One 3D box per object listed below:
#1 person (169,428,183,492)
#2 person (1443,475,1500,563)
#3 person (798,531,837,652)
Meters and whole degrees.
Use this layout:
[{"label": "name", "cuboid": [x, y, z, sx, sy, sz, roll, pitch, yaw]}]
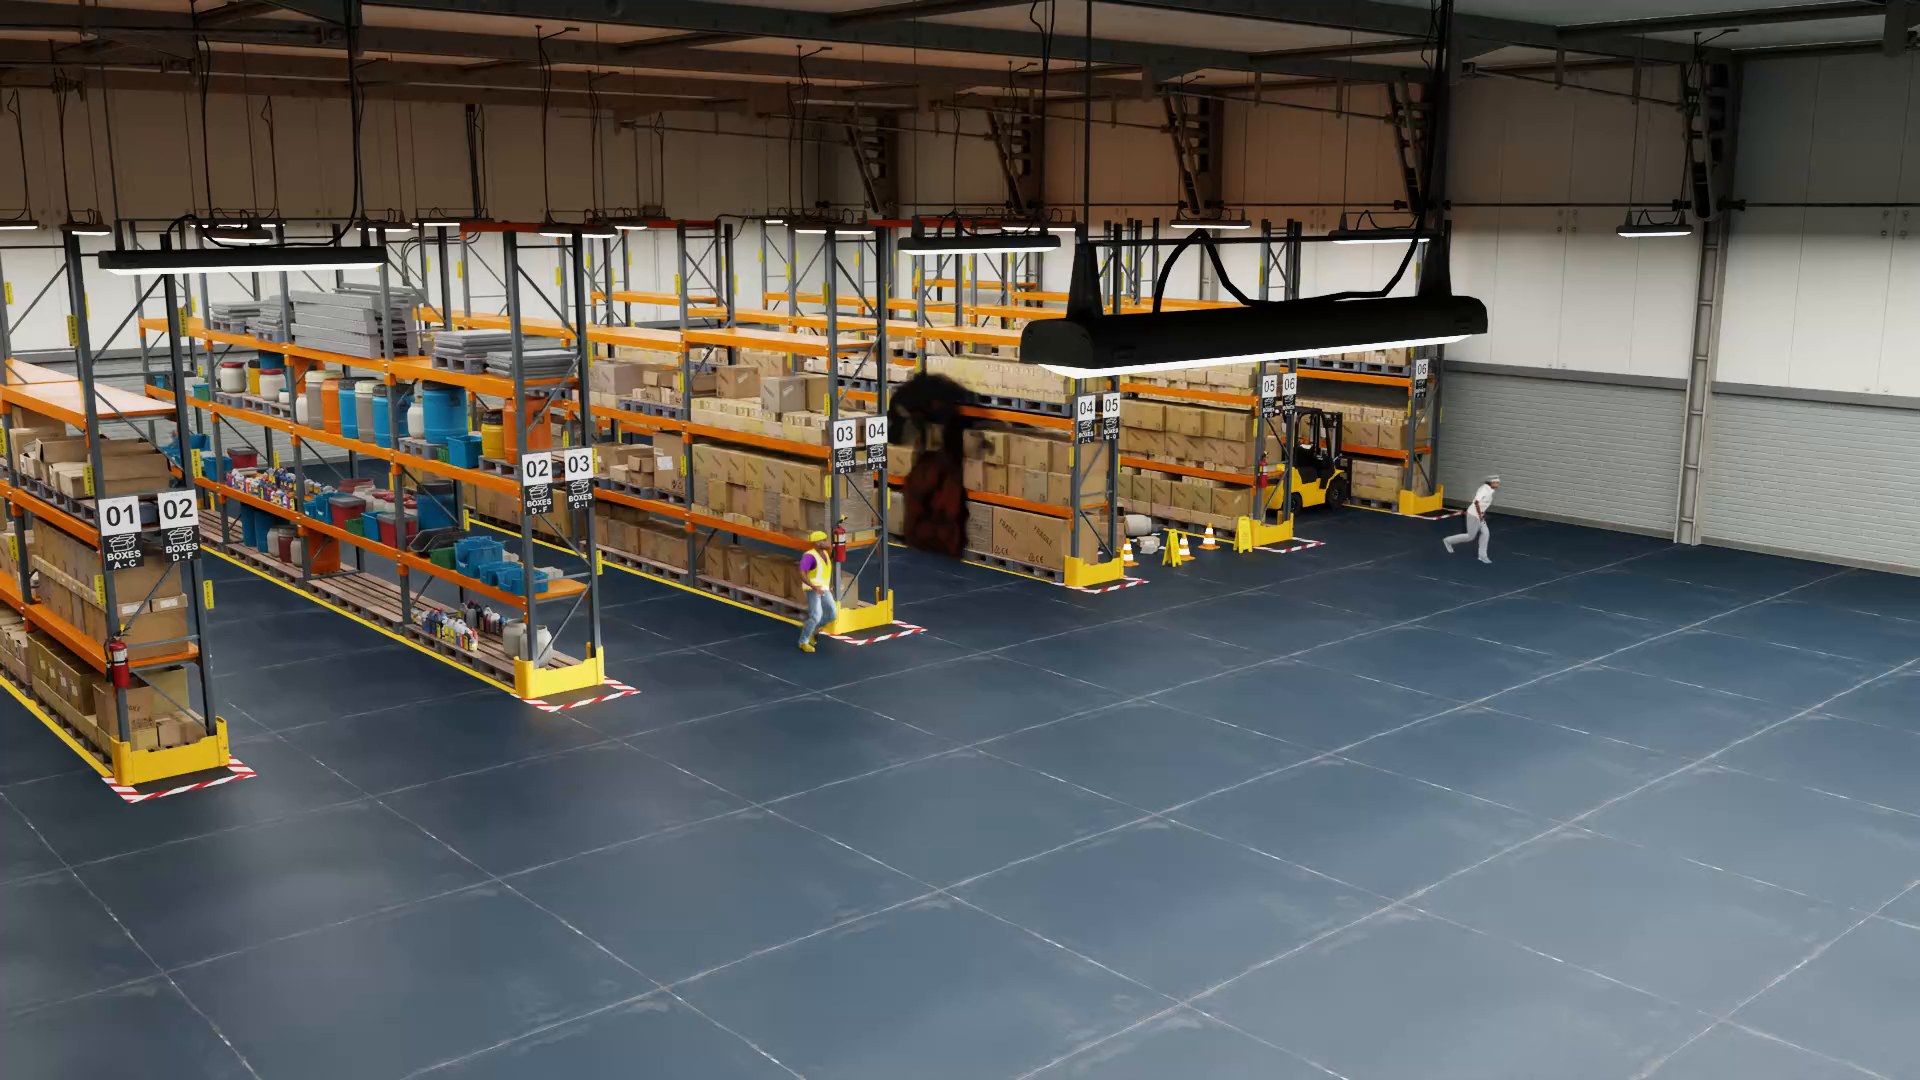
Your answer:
[{"label": "person", "cuboid": [-16.777, -1.626, 35.872, 0.667, 1.604, 0.509, -5, 13, -24]}, {"label": "person", "cuboid": [9.197, -0.396, 29.914, 0.927, 1.630, 0.587, 3, 12, 17]}, {"label": "person", "cuboid": [-2.018, 0.722, 23.997, 0.520, 1.708, 0.762, 6, 13, 29]}]
